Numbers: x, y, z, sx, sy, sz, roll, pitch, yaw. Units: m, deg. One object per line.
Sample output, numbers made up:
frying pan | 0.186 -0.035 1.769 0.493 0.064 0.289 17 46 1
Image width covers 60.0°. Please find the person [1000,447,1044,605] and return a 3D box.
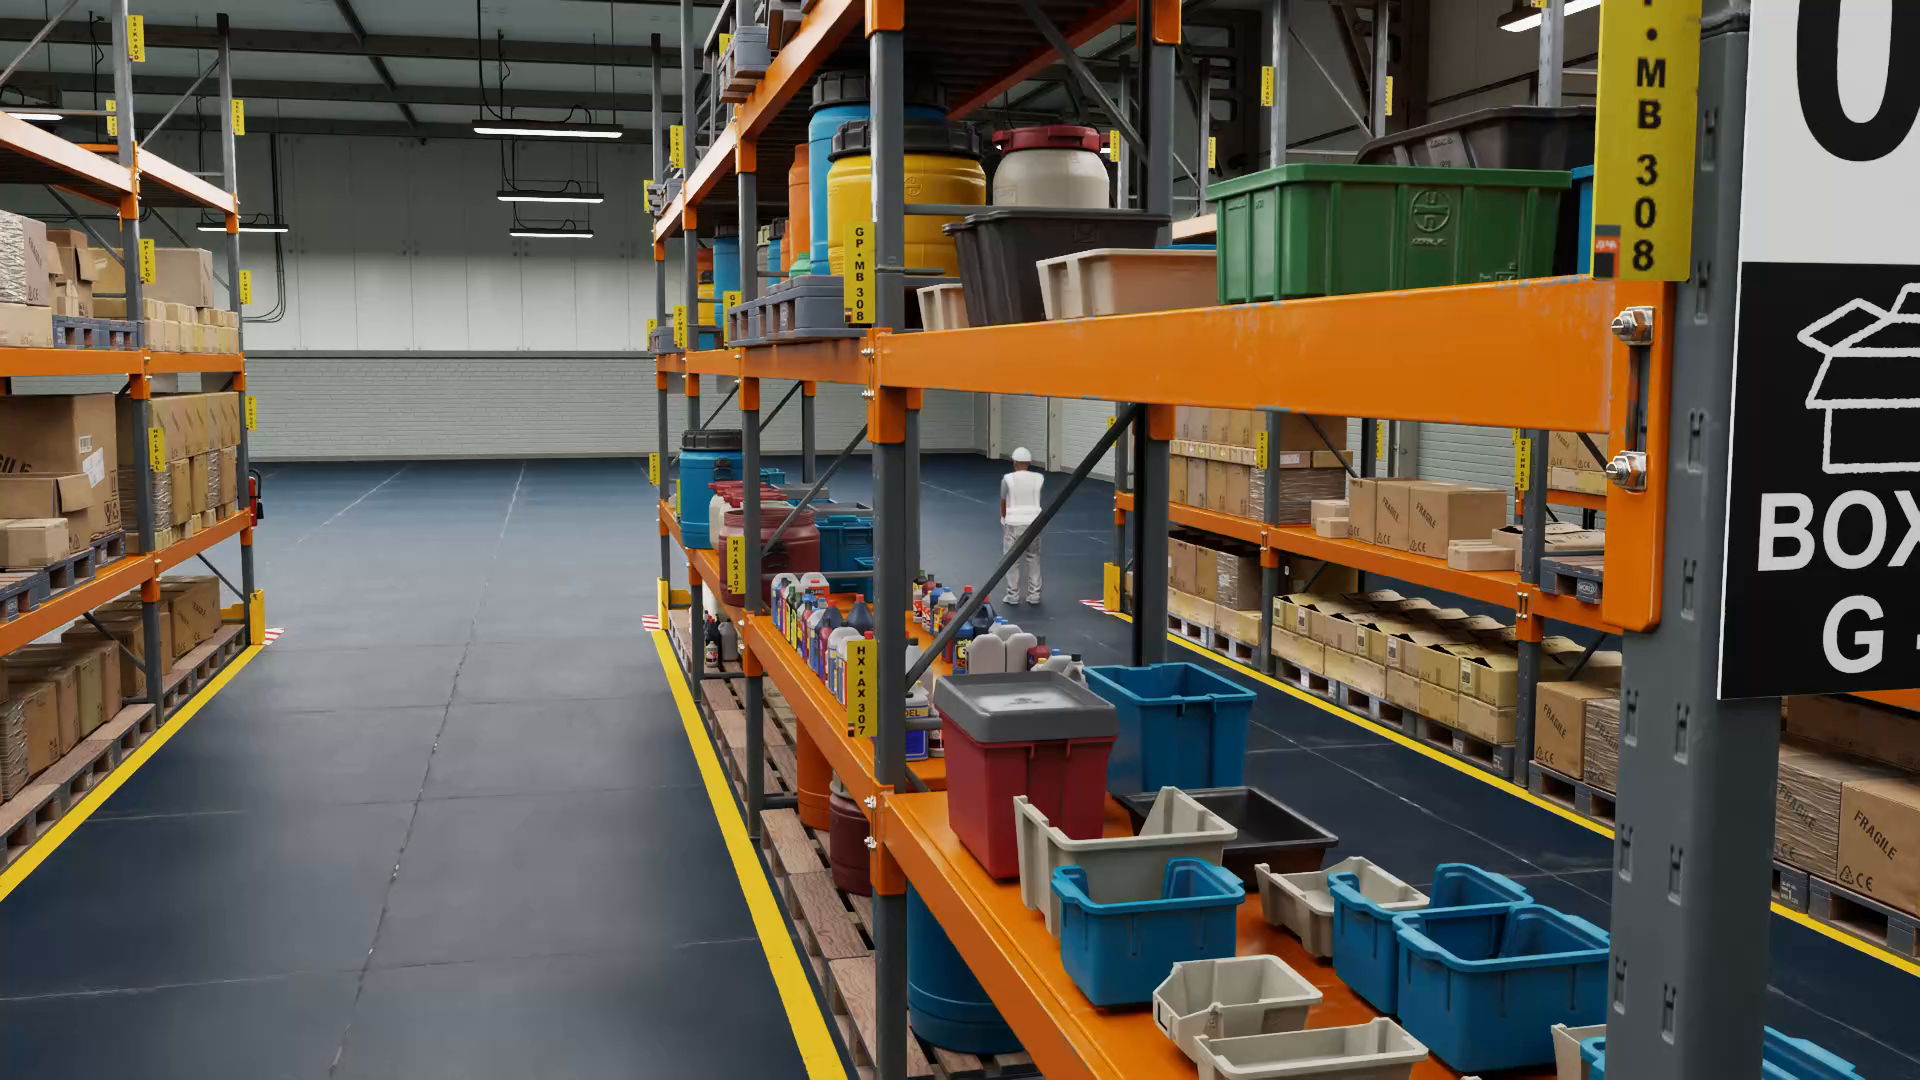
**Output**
person | 0.679 -0.175 18.957 0.490 1.782 0.578 -2 6 -14
